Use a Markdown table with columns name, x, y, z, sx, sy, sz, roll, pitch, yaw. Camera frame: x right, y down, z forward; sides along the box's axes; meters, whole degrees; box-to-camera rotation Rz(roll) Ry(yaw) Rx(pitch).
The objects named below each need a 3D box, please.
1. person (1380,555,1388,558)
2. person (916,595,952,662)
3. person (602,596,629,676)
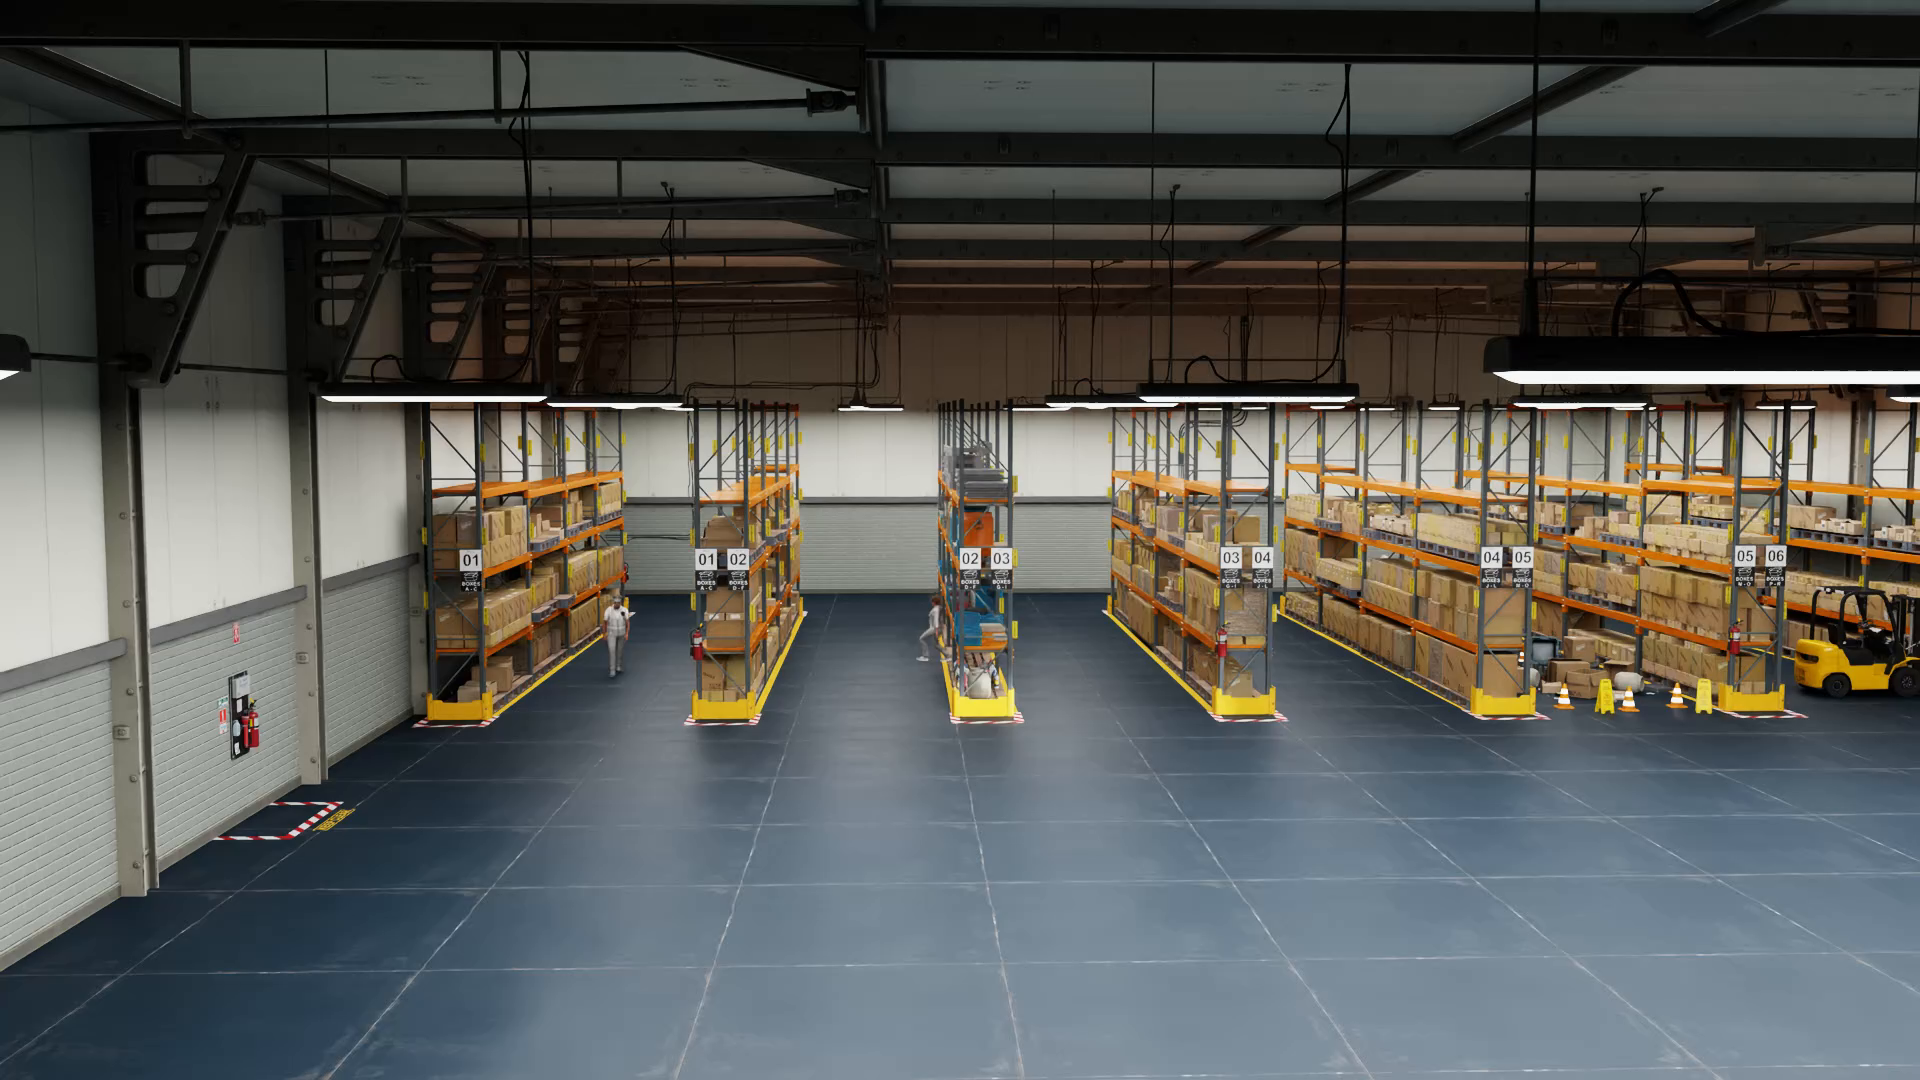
| name | x | y | z | sx | sy | sz | roll | pitch | yaw |
| --- | --- | --- | --- | --- | --- | --- | --- | --- | --- |
| person | 11.922 | 1.272 | 46.617 | 0.616 | 1.704 | 0.467 | -4 | 6 | -40 |
| person | -0.550 | 1.942 | 36.511 | 0.726 | 1.474 | 0.429 | 2 | 5 | 22 |
| person | -7.548 | 2.069 | 36.571 | 0.558 | 1.712 | 0.946 | -2 | 5 | -28 |
